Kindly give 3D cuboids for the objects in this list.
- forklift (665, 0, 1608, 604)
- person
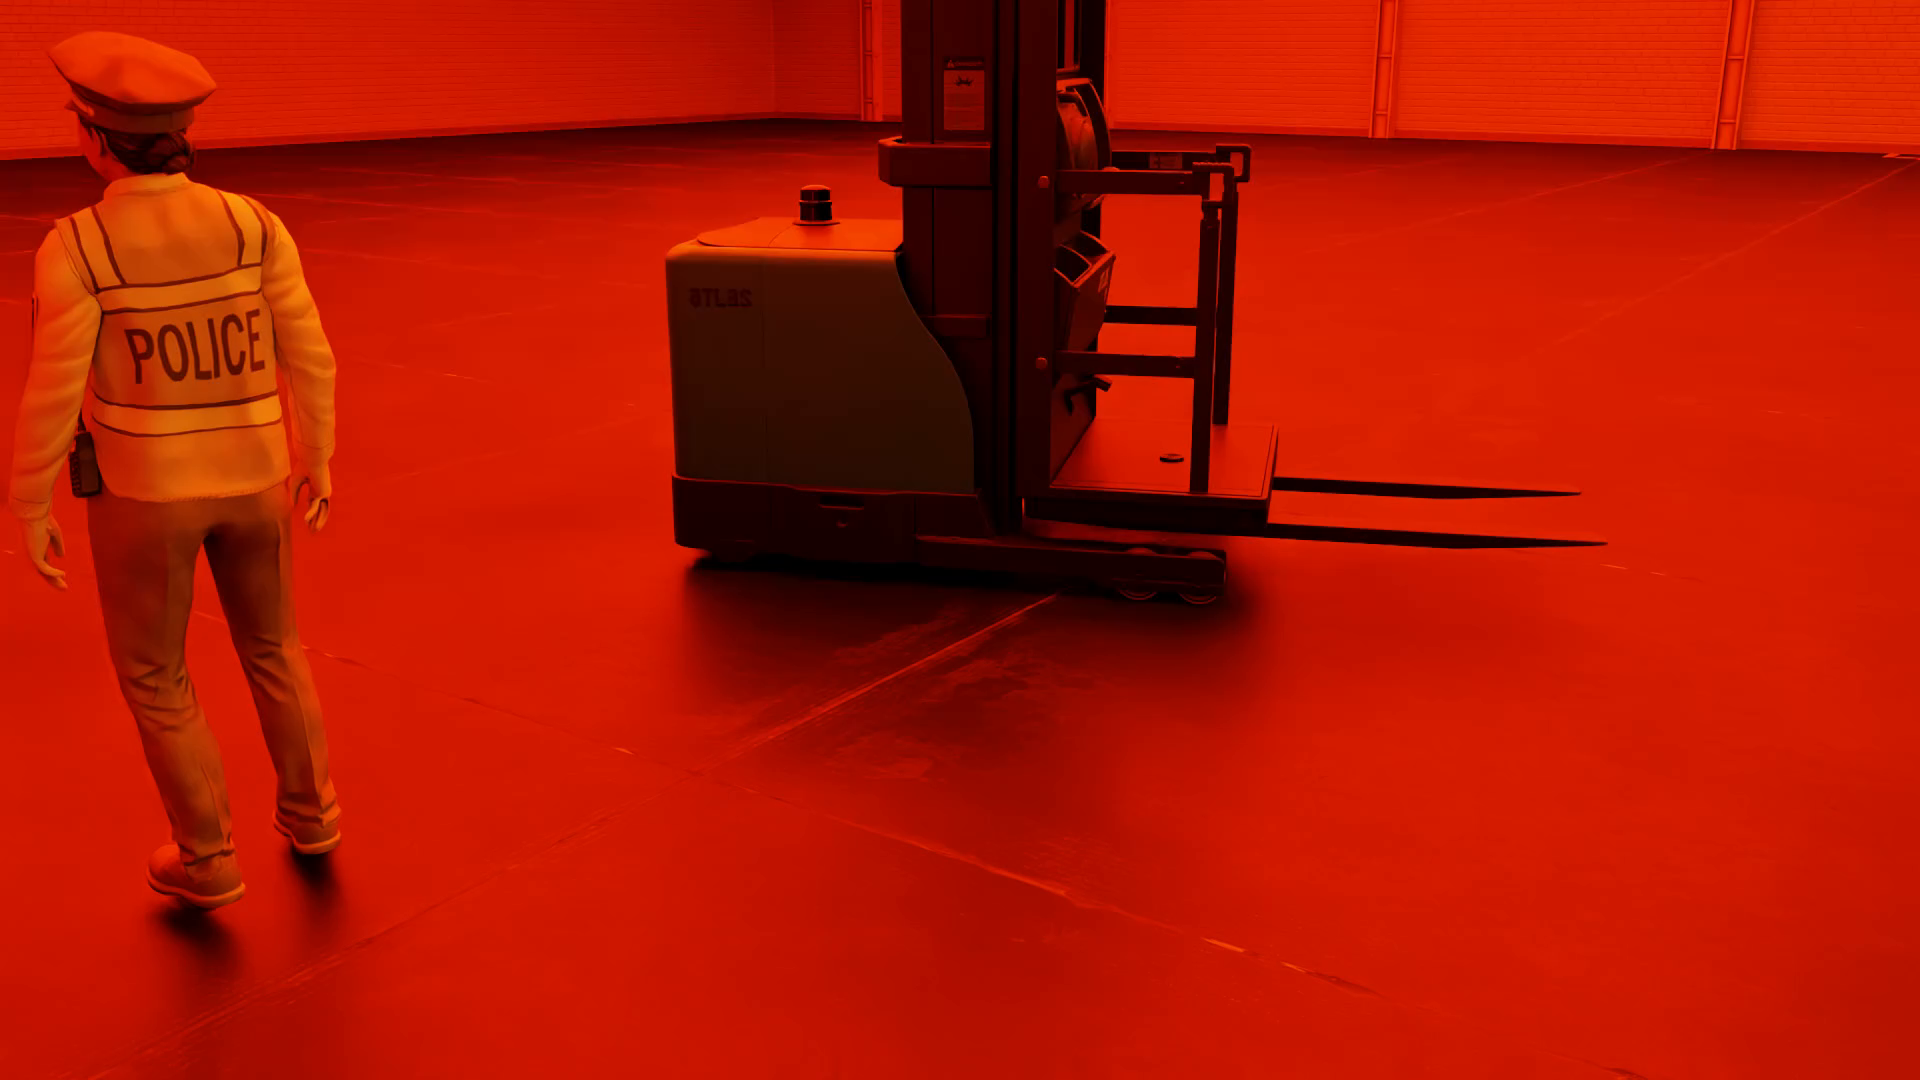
[{"bbox_3d":[0.595,-1.367,5.404,3.031,2.935,1.130,4,17,12],"label":"forklift"},{"bbox_3d":[-1.509,-0.100,3.204,0.484,1.688,0.597,16,23,42],"label":"person"}]
